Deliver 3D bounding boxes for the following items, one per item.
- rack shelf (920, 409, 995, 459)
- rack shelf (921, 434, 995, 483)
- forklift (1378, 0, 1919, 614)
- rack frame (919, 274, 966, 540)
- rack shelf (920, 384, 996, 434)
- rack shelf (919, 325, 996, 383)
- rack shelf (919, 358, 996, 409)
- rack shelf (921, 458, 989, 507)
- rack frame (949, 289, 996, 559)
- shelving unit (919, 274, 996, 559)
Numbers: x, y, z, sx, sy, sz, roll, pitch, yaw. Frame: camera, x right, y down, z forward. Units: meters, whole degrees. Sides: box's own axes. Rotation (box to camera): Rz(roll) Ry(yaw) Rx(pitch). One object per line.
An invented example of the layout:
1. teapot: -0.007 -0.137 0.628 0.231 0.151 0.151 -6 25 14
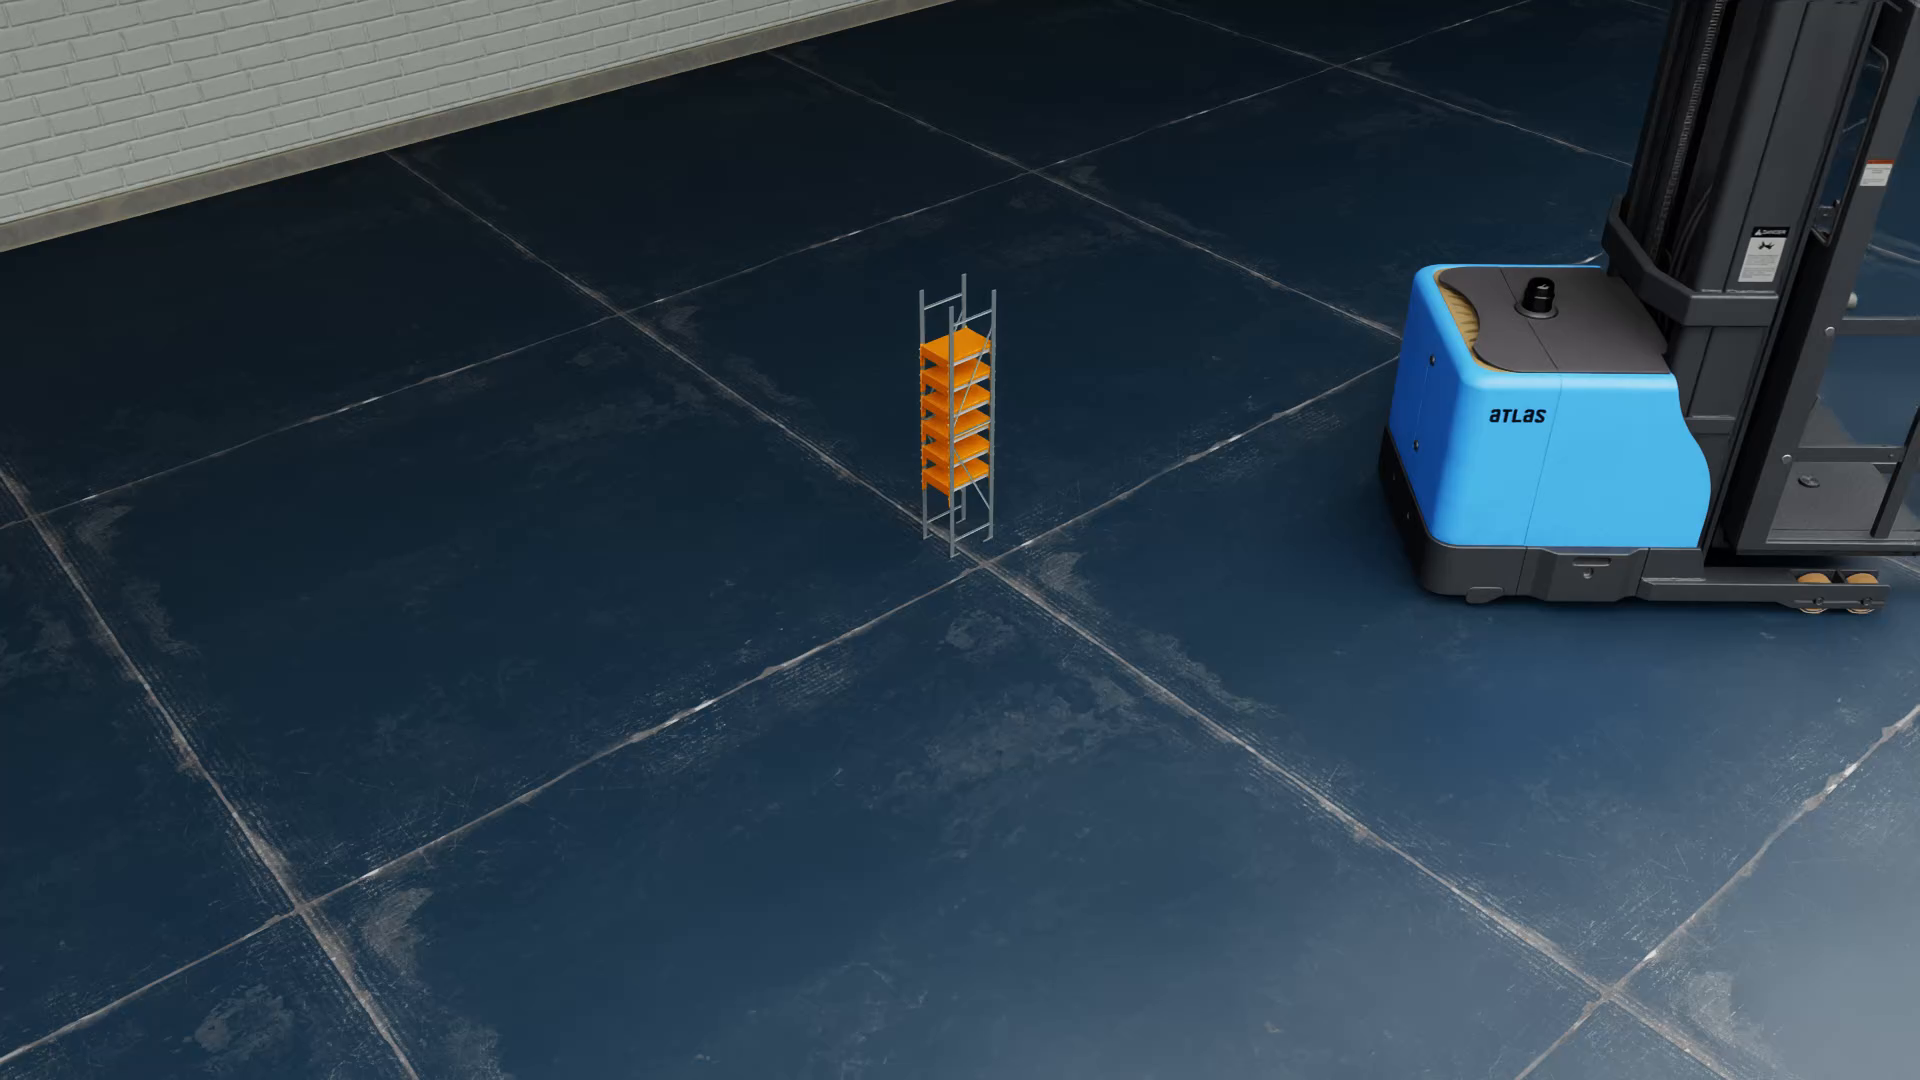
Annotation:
1. rack shelf: -0.009 -0.460 6.938 0.258 0.103 0.180 -26 43 -32
2. rack shelf: -0.009 -0.362 7.007 0.258 0.103 0.180 -26 43 -32
3. forklift: 3.414 -1.204 6.414 3.031 2.935 1.130 0 35 1
4. rack frame: -0.068 -0.536 6.969 0.240 1.200 0.006 -26 43 -32
5. rack shelf: -0.009 -0.558 6.869 0.258 0.103 0.180 -26 43 -32
6. rack shelf: -0.009 -0.754 6.730 0.258 0.103 0.180 -26 43 -32
7. rack shelf: -0.009 -0.656 6.799 0.258 0.103 0.180 -26 43 -32
8. rack shelf: -0.009 -0.264 7.077 0.258 0.103 0.180 -26 43 -32
9. rack frame: 0.050 -0.456 6.855 0.240 1.200 0.006 -26 43 -32
10. shelving unit: -0.009 -0.496 6.912 0.258 1.200 0.189 -26 43 -32
